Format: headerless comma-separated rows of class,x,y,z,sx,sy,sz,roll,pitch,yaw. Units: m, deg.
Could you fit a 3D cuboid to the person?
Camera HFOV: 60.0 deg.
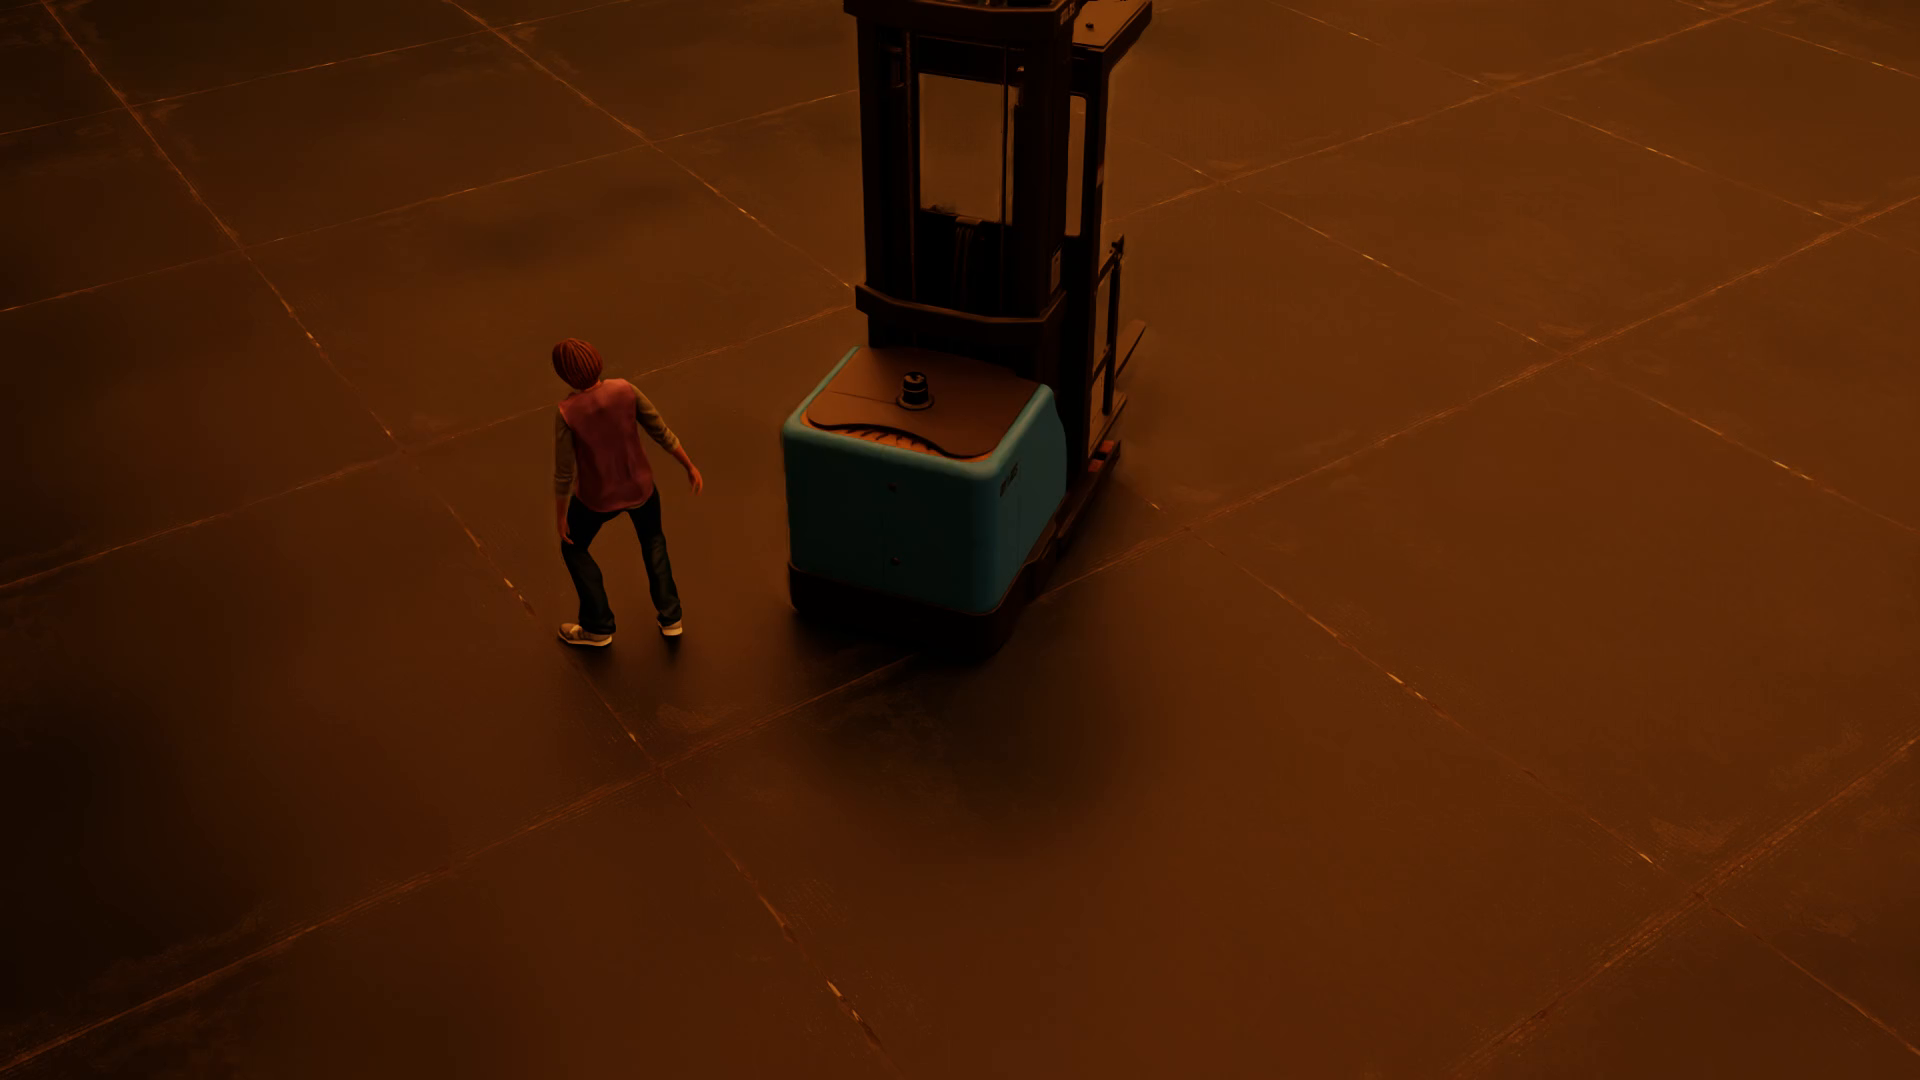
person,-1.505,-0.195,7.387,0.734,1.532,0.410,-15,39,-19

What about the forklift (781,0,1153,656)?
forklift,0.215,-1.524,8.005,1.130,2.935,3.031,13,39,17
